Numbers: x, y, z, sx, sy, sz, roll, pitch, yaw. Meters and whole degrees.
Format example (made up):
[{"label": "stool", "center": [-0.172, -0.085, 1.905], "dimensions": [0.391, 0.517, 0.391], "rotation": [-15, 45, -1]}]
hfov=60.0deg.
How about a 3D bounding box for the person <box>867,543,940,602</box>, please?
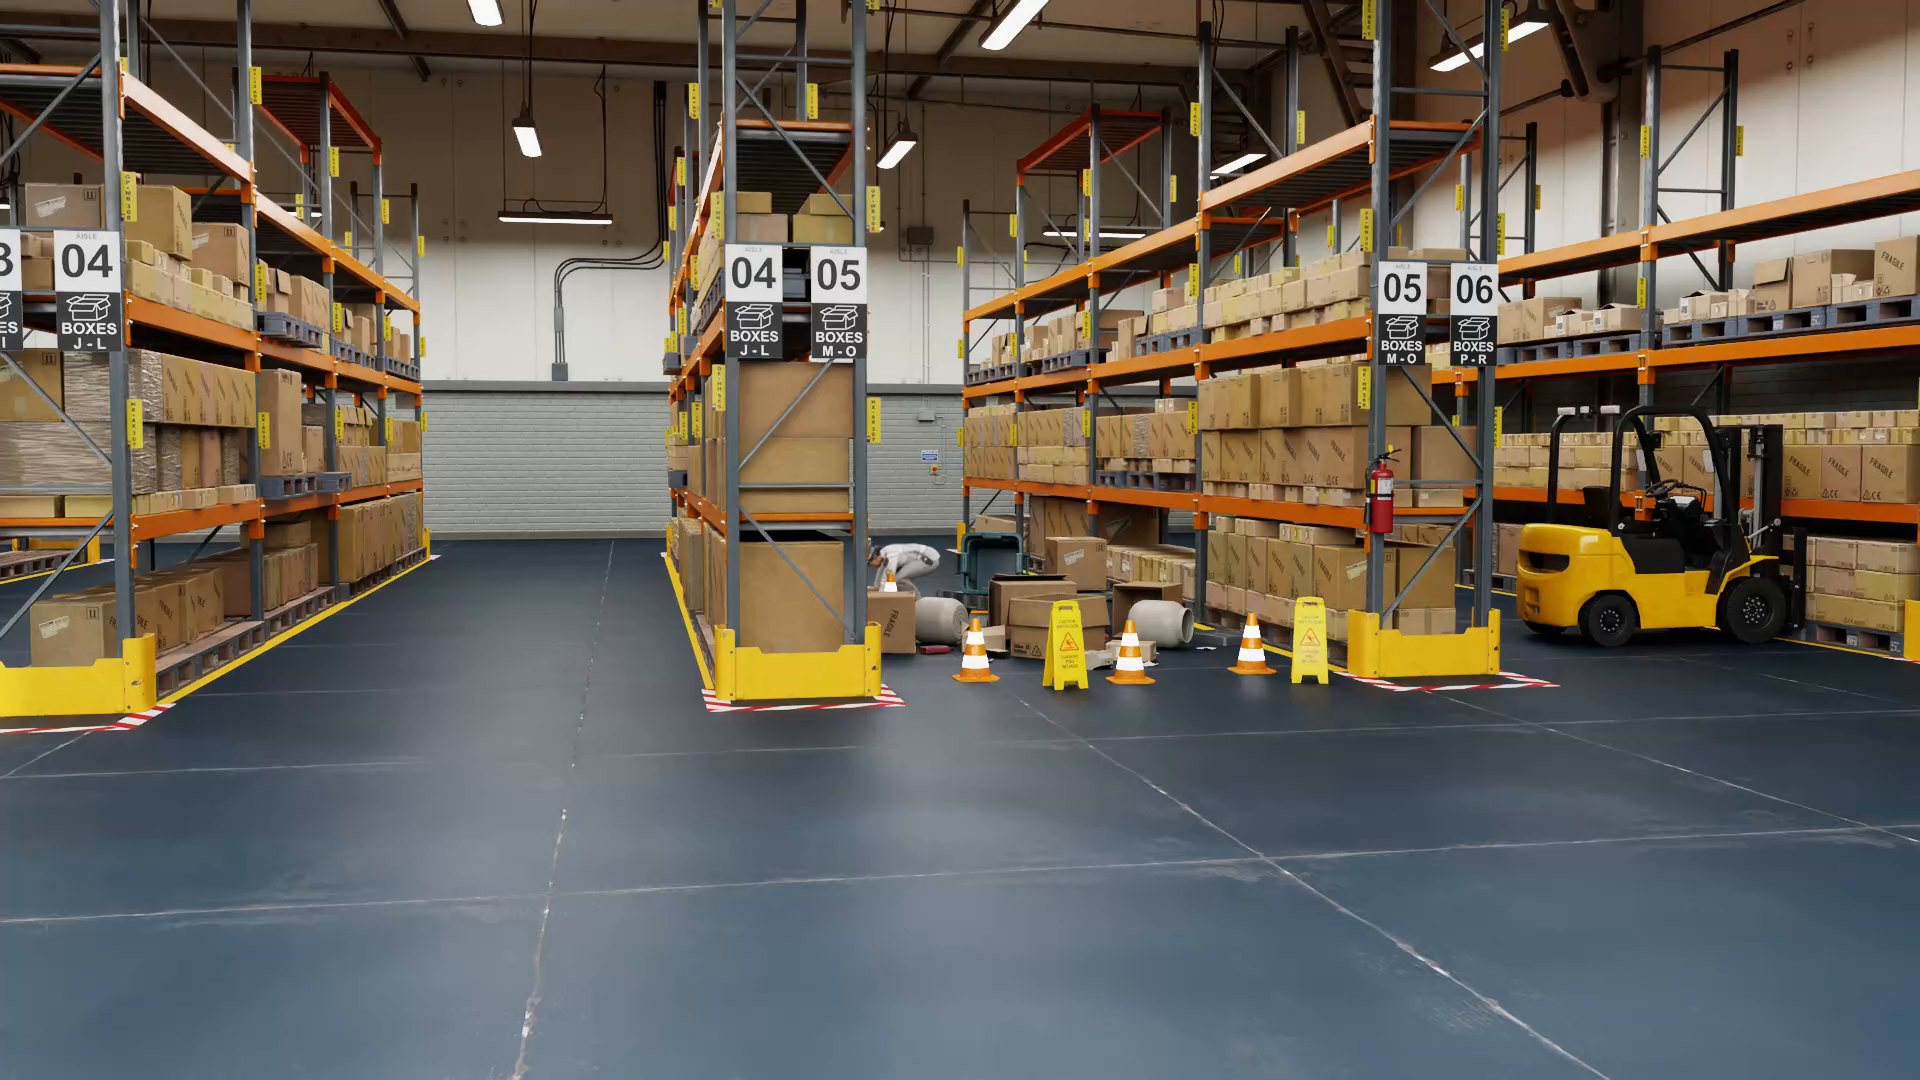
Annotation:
[{"label": "person", "center": [-0.672, 0.405, 18.273], "dimensions": [0.915, 0.763, 0.450], "rotation": [-1, 3, -13]}]
